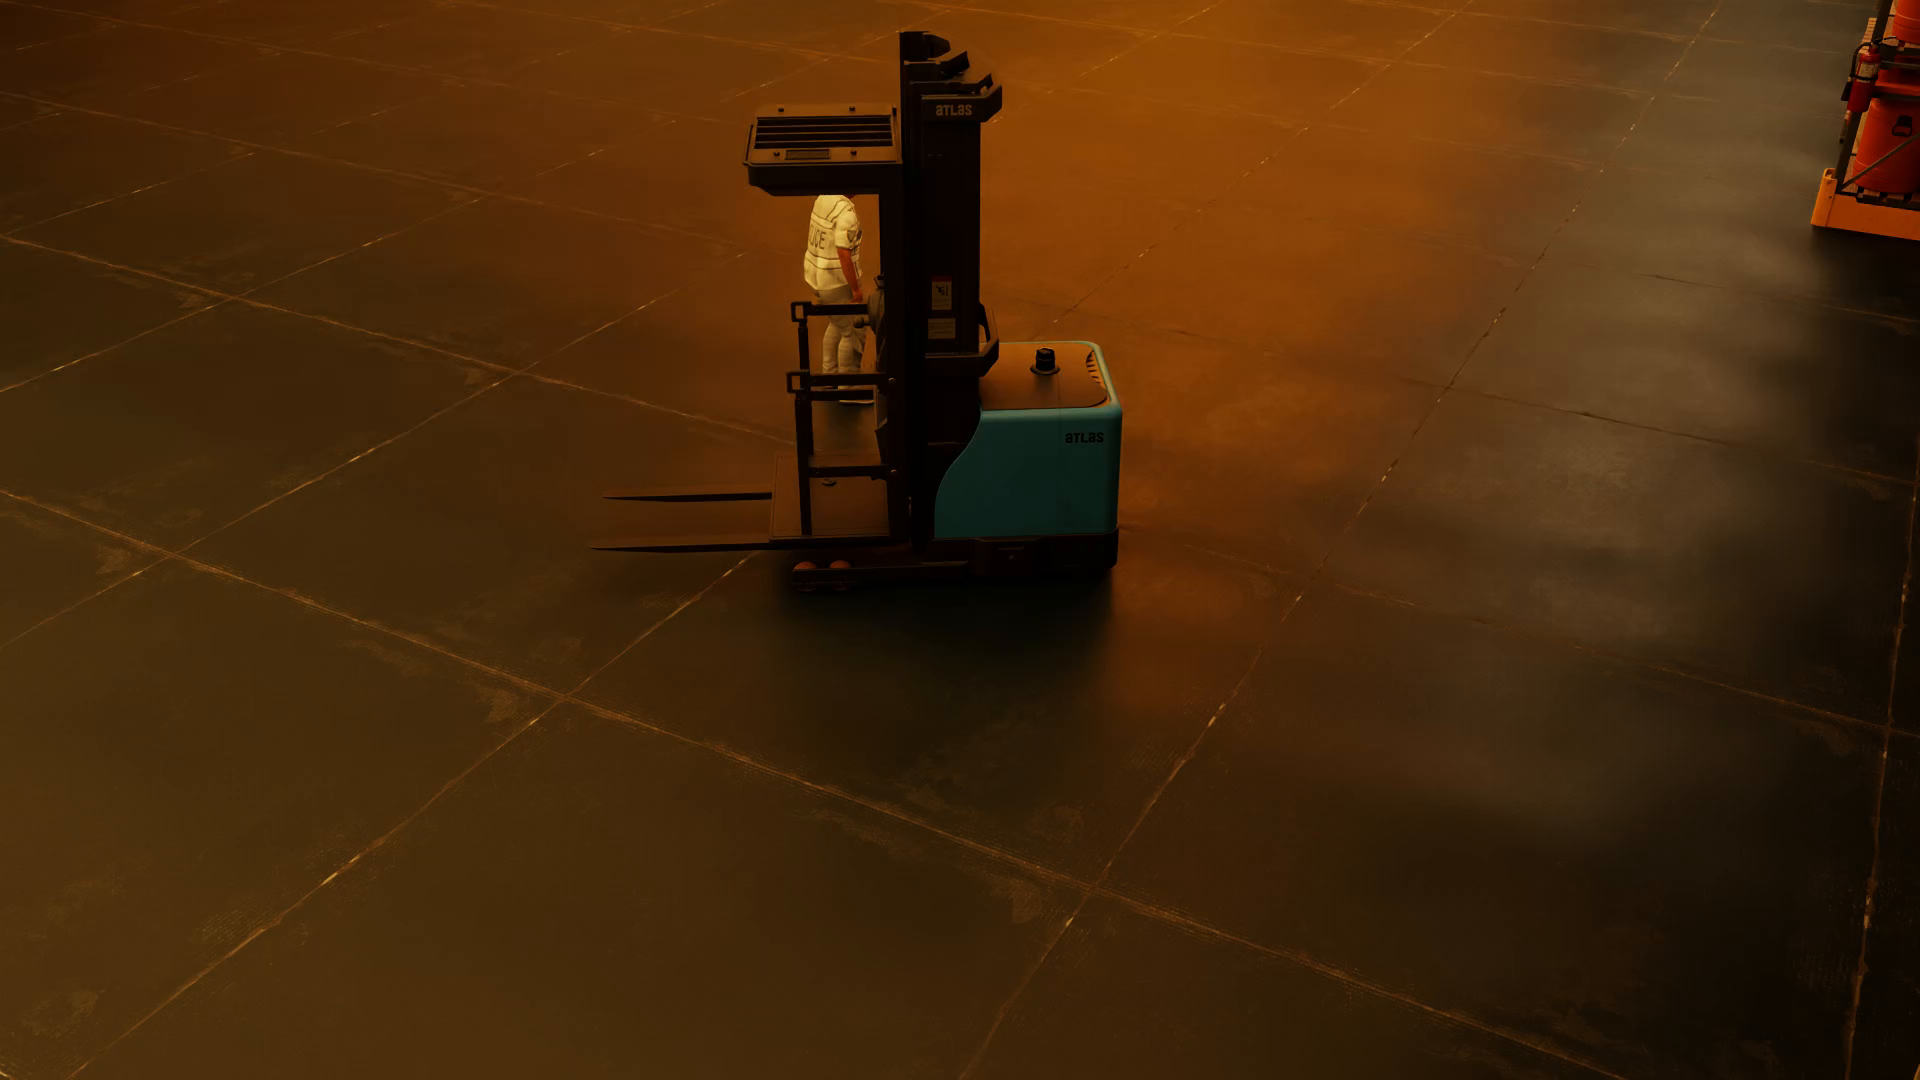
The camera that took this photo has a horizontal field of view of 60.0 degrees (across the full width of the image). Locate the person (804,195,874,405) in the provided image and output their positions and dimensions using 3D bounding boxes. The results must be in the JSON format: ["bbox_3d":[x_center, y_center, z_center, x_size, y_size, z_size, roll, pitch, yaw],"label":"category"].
[{"bbox_3d":[-0.806,-1.780,11.424,0.470,1.665,0.564,-14,33,-22],"label":"person"}]

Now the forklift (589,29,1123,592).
[{"bbox_3d":[-0.629,-1.249,9.235,3.031,2.935,1.130,-2,30,-3],"label":"forklift"}]
